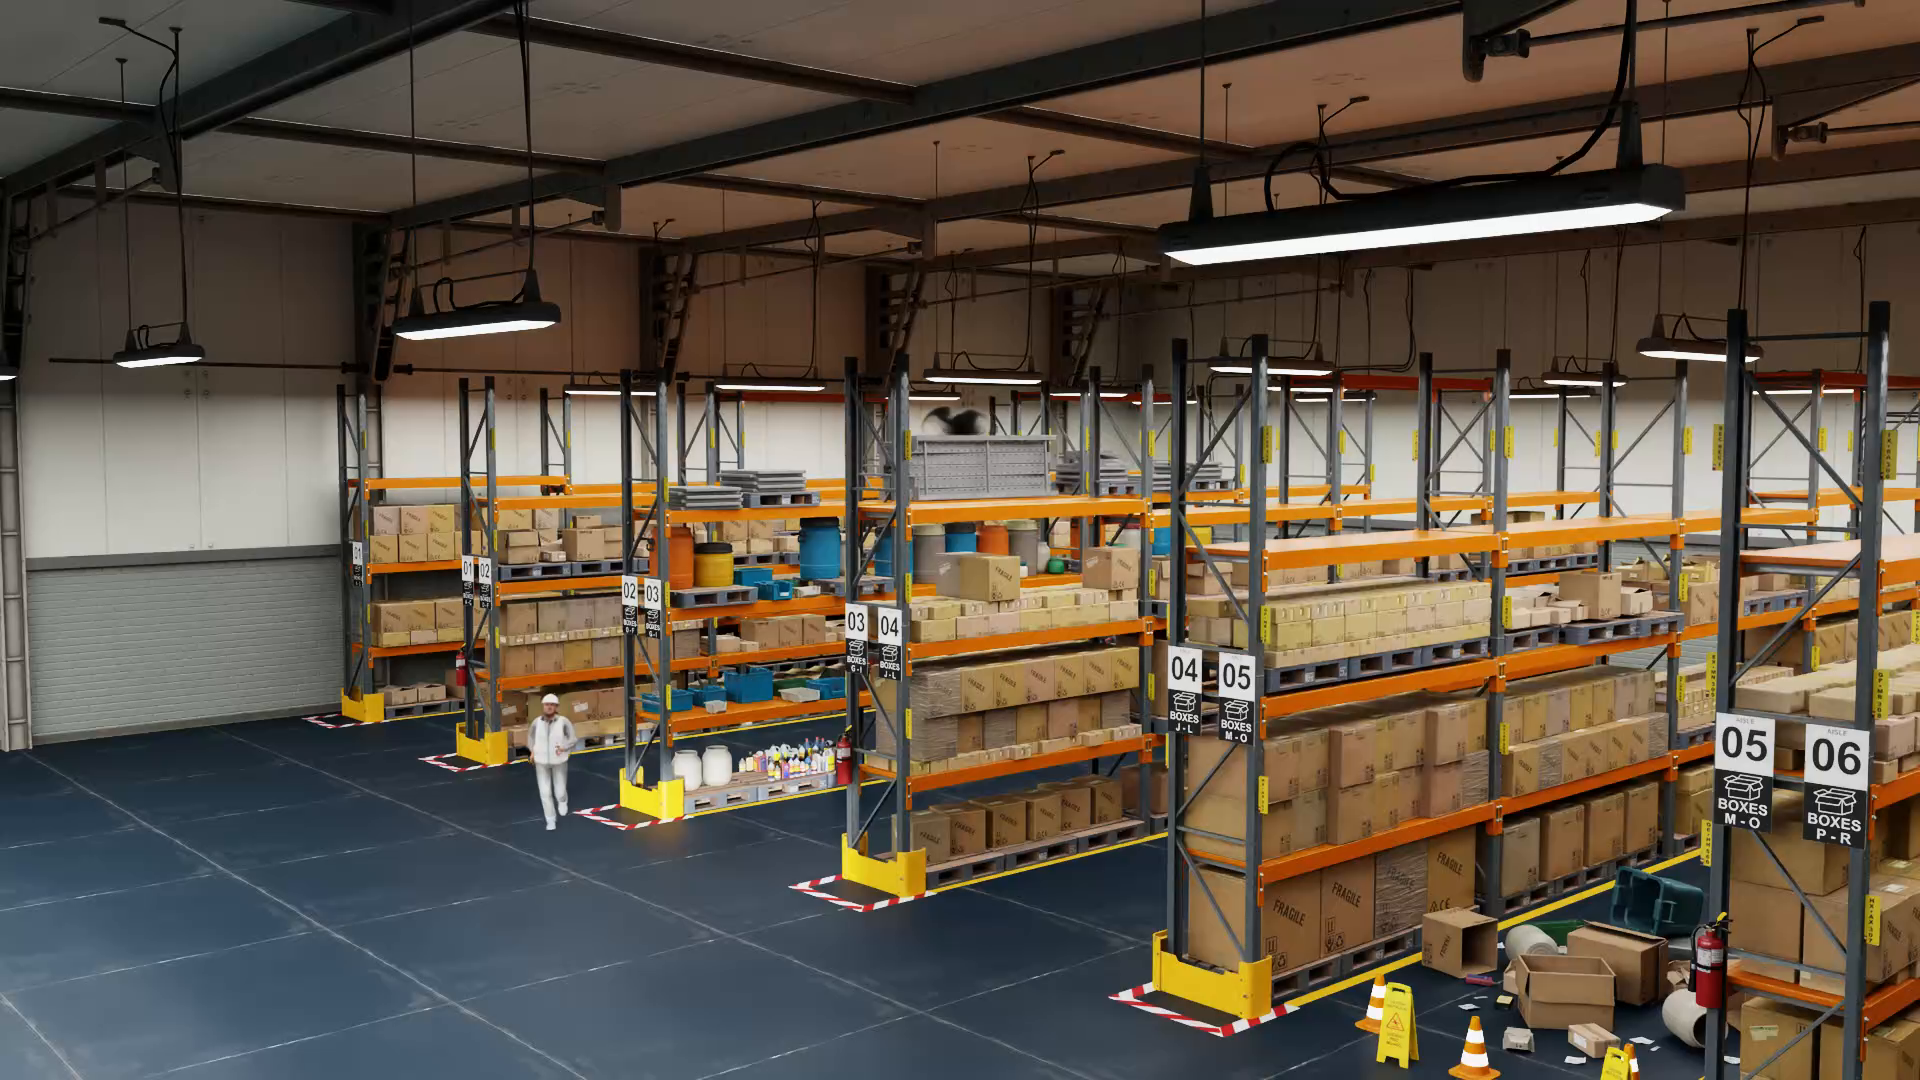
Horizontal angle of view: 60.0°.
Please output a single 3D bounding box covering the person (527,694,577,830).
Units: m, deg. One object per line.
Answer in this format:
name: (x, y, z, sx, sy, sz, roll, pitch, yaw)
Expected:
person: (-5.330, 2.871, 21.702, 0.658, 1.737, 0.716, 0, 4, -5)
